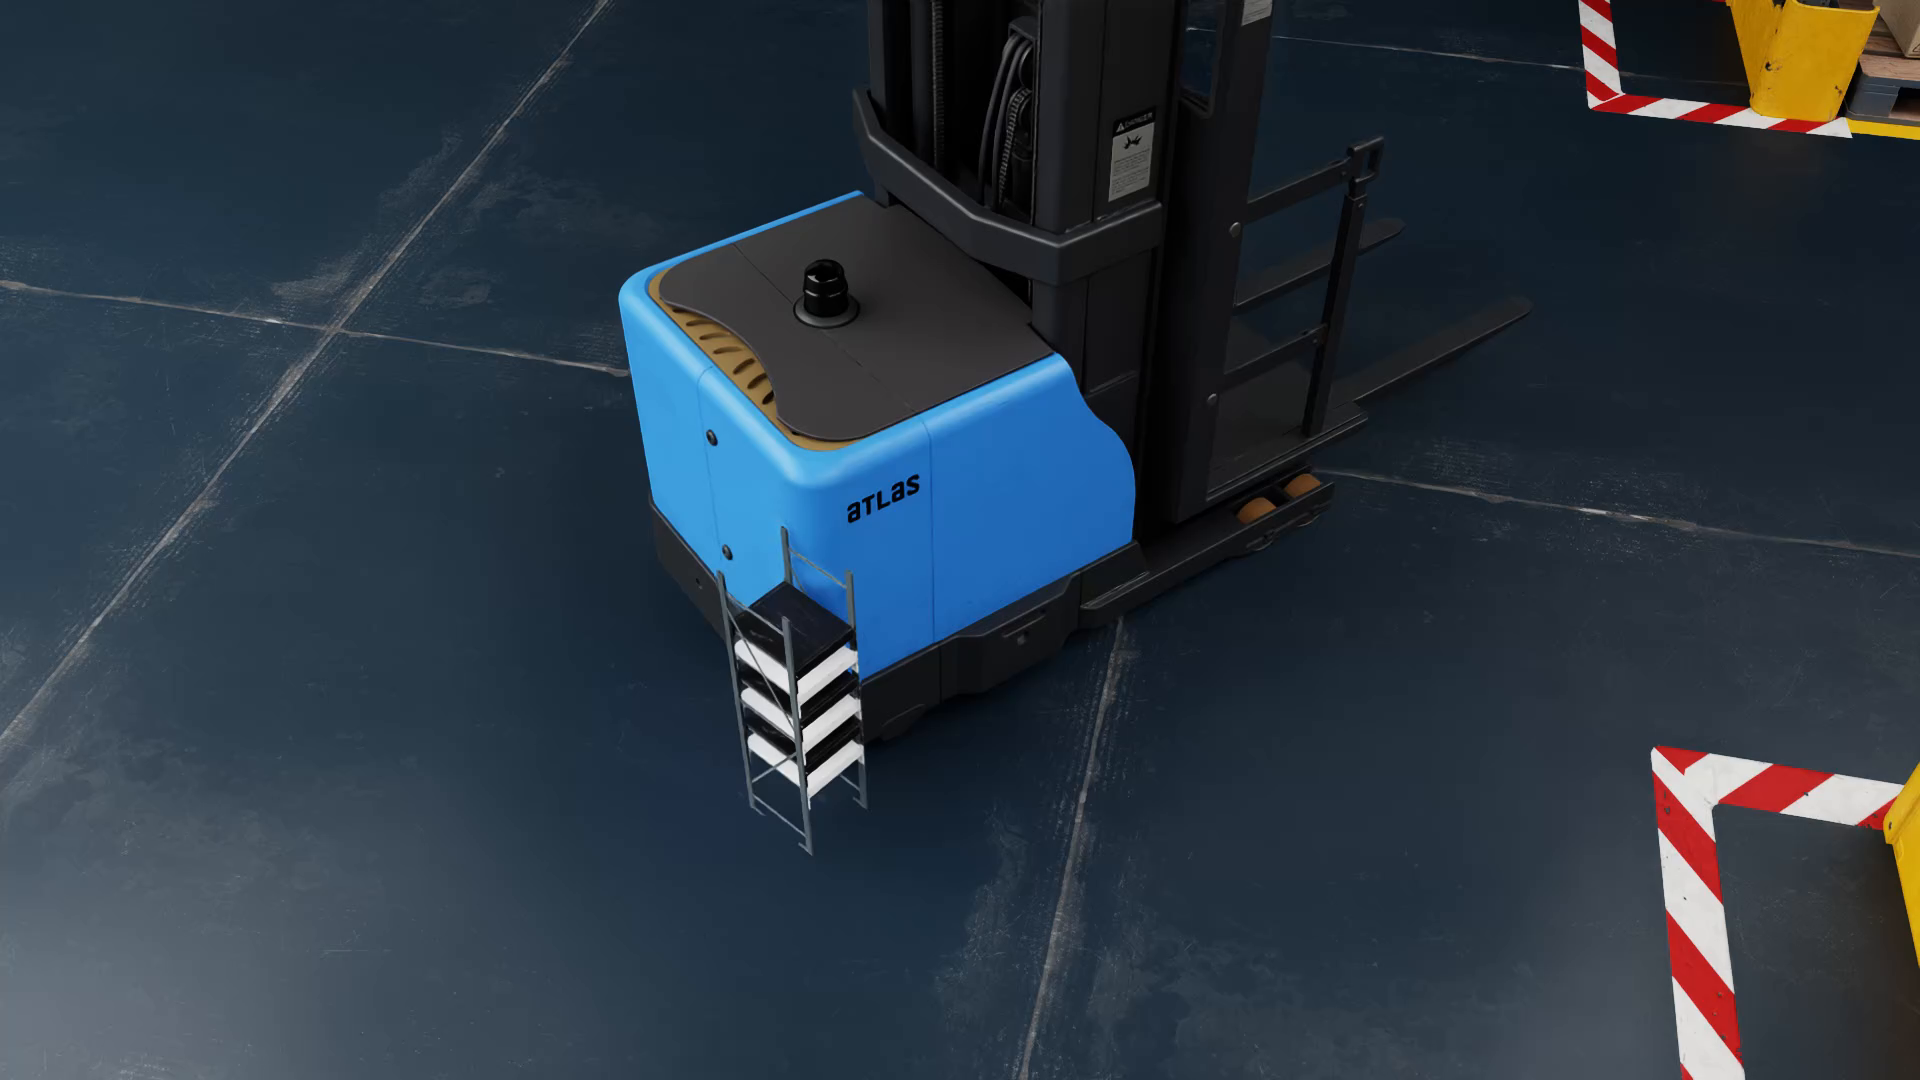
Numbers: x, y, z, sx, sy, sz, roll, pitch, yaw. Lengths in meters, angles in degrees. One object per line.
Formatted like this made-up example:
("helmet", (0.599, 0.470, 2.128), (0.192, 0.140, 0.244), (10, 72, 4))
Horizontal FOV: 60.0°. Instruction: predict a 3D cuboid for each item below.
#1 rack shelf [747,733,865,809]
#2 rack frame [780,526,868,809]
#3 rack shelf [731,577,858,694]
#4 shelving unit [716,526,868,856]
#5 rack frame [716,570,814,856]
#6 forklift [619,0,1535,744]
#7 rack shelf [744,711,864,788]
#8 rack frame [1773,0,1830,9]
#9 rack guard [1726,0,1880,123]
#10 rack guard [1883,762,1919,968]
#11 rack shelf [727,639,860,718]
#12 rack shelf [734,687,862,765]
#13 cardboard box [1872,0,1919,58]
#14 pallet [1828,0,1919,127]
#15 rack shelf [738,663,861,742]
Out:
("rack shelf", (-0.409, 0.553, 4.334), (0.258, 0.077, 0.200), (32, 52, 29))
("rack frame", (-0.341, 0.347, 4.241), (0.240, 0.900, 0.006), (32, 52, 29))
("rack shelf", (-0.409, 0.228, 4.022), (0.258, 0.077, 0.200), (32, 52, 29))
("shelving unit", (-0.409, 0.399, 4.186), (0.258, 0.900, 0.210), (32, 52, 29))
("rack frame", (-0.477, 0.451, 4.132), (0.240, 0.900, 0.006), (32, 52, 29))
("forklift", (0.570, -1.298, 4.485), (3.031, 2.935, 1.130), (-26, 50, -25))
("rack shelf", (-0.409, 0.488, 4.272), (0.258, 0.077, 0.200), (32, 52, 29))
("rack frame", (3.630, -3.287, 6.502), (0.127, 3.000, 1.000), (9, 45, 9))
("rack guard", (3.704, -2.375, 7.357), (0.348, 0.500, 1.175), (9, 45, 9))
("rack guard", (2.528, 0.963, 3.889), (0.348, 0.500, 1.175), (9, 45, 9))
("rack shelf", (-0.409, 0.293, 4.085), (0.258, 0.077, 0.200), (32, 52, 29))
("rack shelf", (-0.409, 0.423, 4.210), (0.258, 0.077, 0.200), (32, 52, 29))
("cardboard box", (4.285, -2.311, 7.110), (0.500, 0.311, 0.500), (4, 44, 4))
("pallet", (4.489, -2.124, 7.305), (1.213, 0.211, 1.003), (9, 45, 9))
("rack shelf", (-0.409, 0.358, 4.147), (0.258, 0.077, 0.200), (32, 52, 29))
